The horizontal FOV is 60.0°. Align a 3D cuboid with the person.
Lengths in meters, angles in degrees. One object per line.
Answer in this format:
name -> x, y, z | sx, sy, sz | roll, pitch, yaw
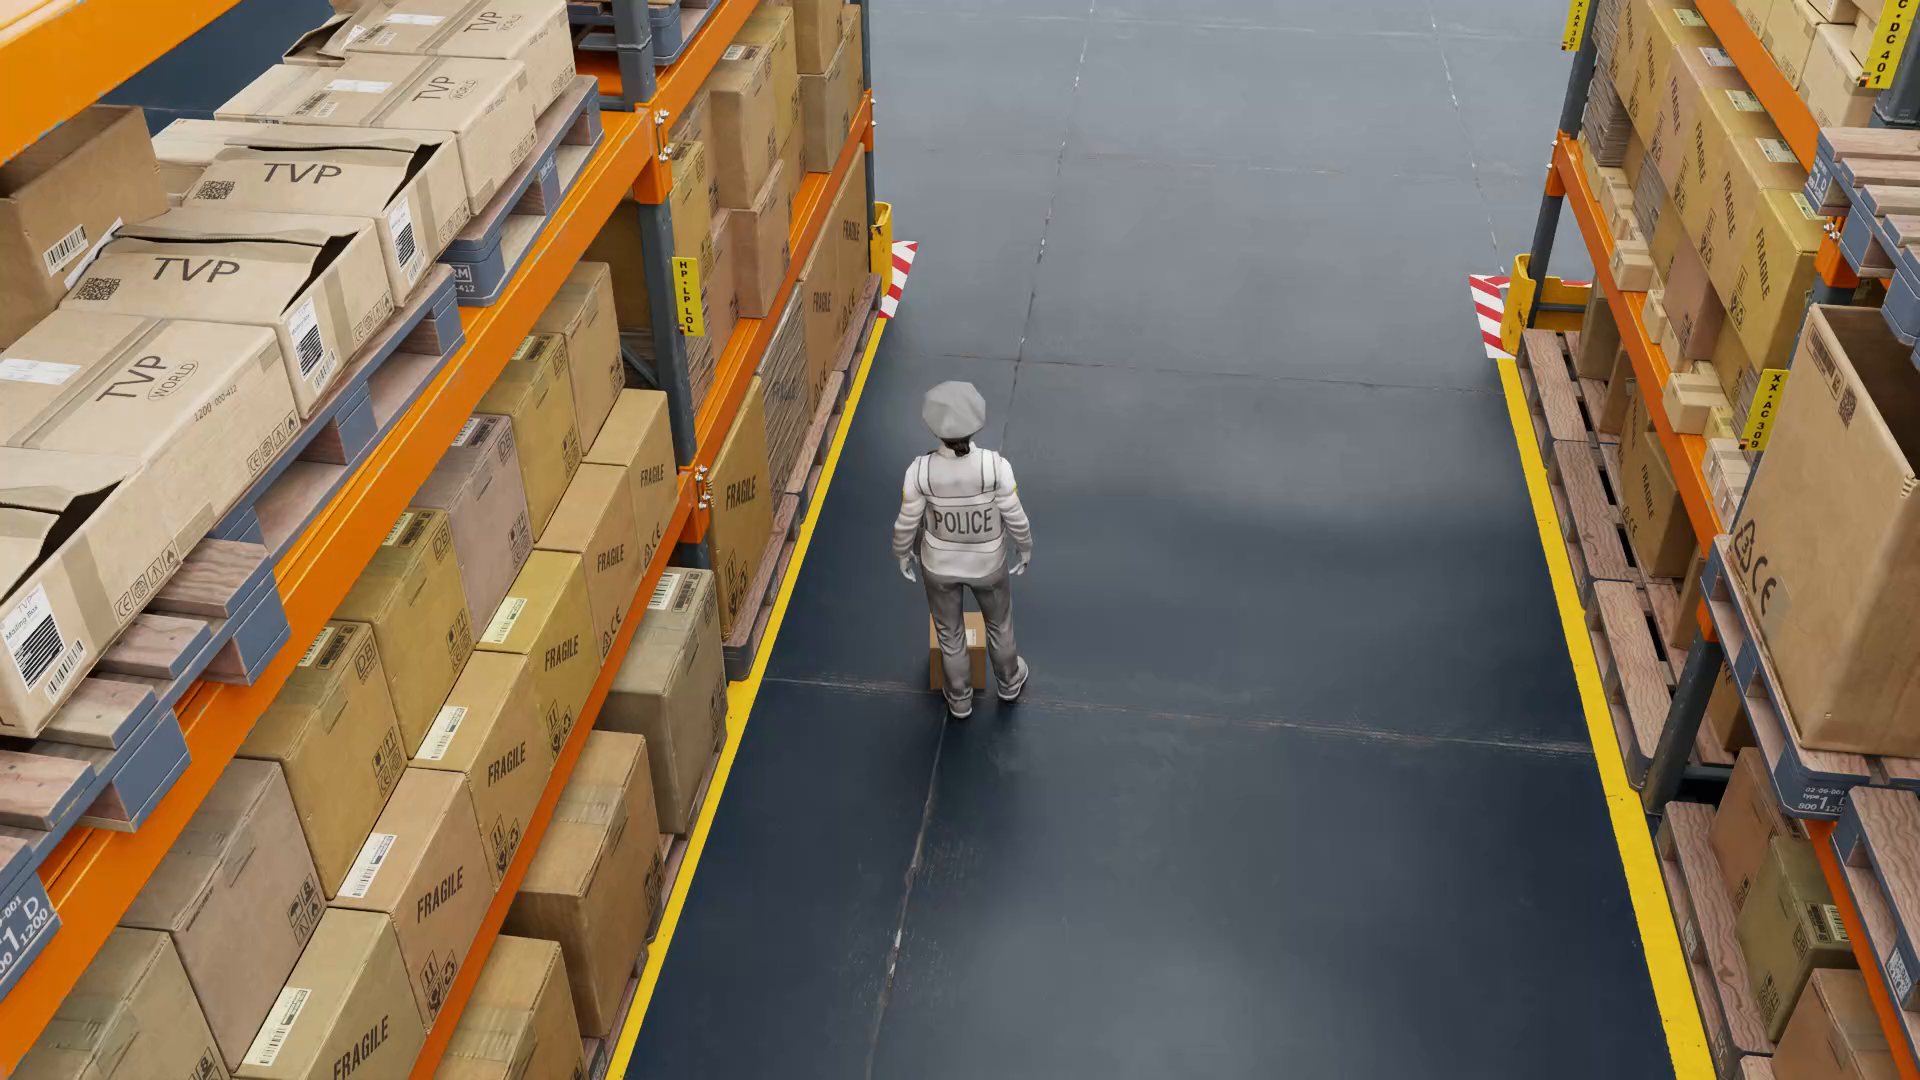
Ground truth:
person -> 0.015, 0.037, 6.944 | 0.587, 1.696, 0.531 | 0, 36, 0
